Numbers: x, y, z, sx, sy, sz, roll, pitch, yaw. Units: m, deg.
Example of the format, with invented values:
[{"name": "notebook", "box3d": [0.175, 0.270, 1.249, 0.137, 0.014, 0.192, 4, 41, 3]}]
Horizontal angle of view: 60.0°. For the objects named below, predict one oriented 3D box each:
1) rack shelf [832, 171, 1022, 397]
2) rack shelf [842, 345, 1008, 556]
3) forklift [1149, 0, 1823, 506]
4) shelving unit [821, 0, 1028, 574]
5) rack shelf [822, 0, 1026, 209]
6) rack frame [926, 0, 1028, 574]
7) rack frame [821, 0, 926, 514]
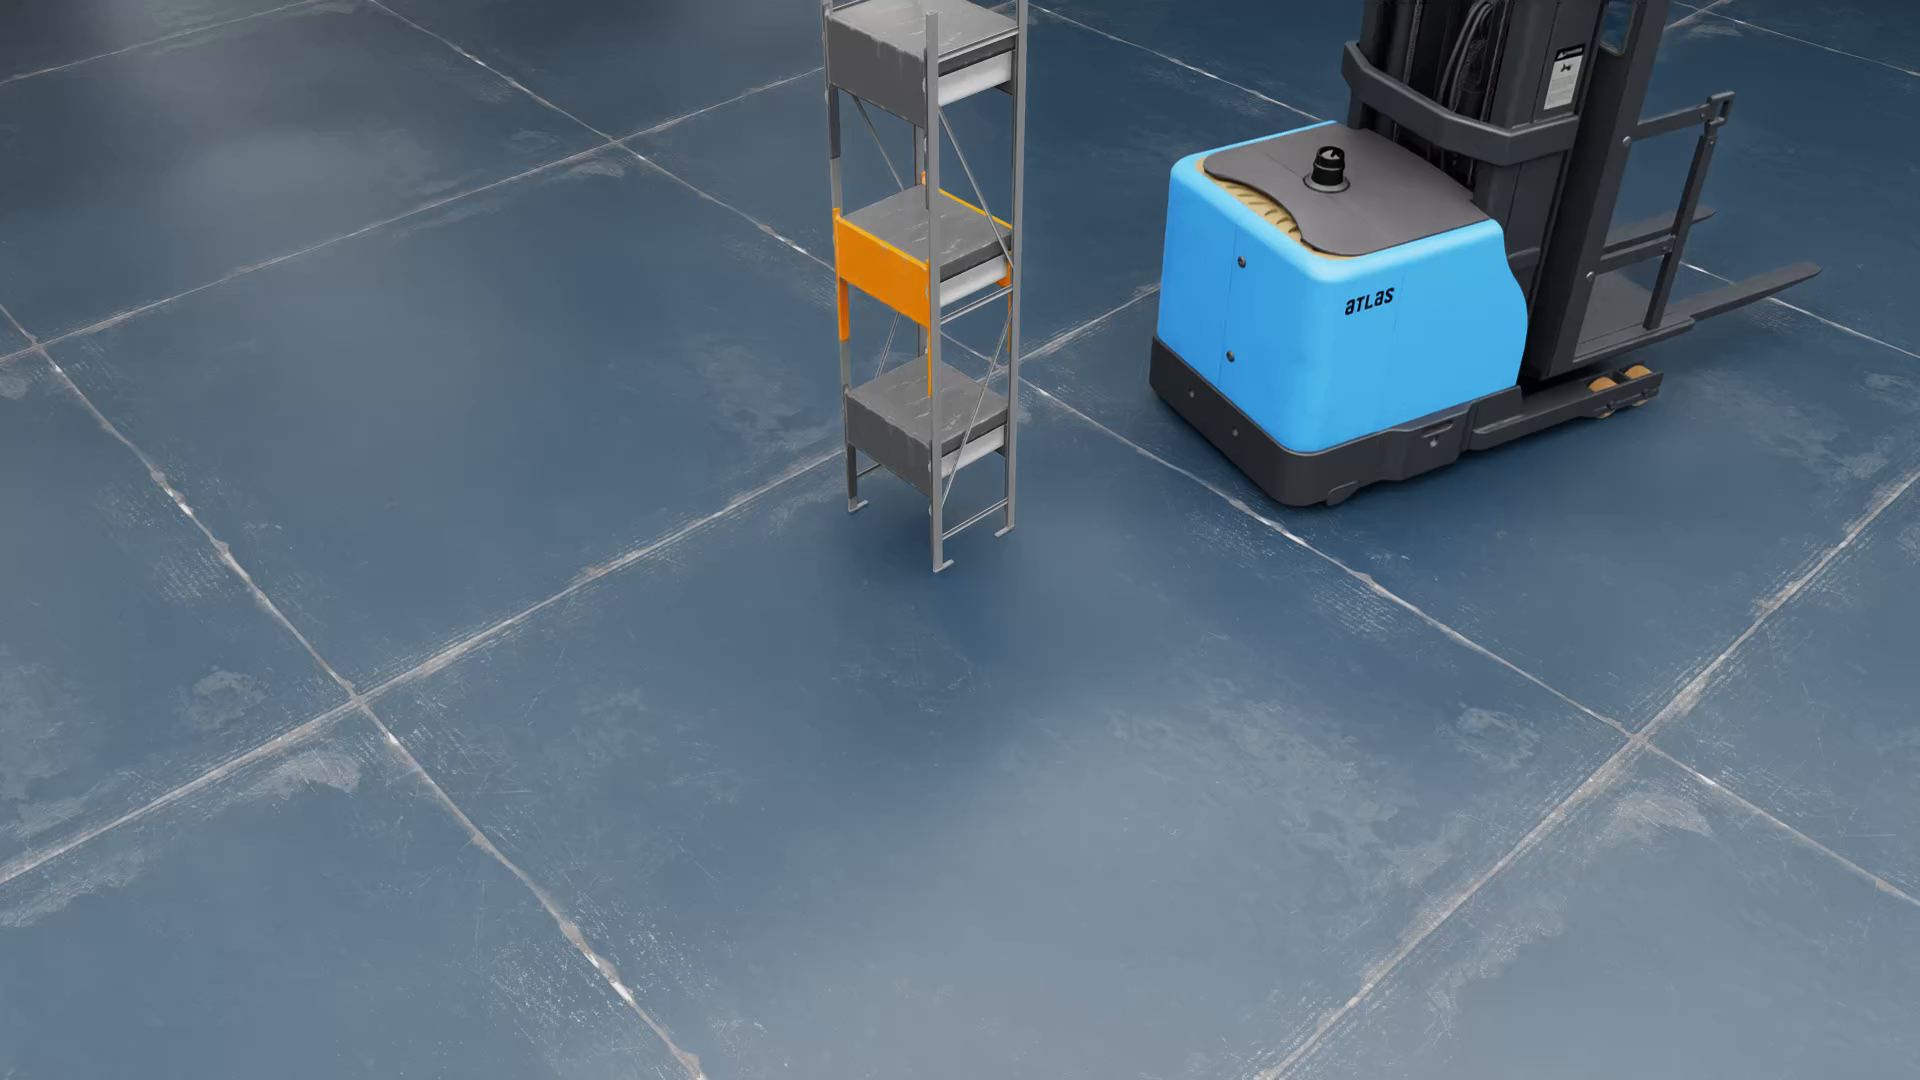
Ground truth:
[{"name": "rack shelf", "box3d": [-0.112, -0.883, 5.694, 0.431, 0.518, 0.480, -30, 48, -32]}, {"name": "rack shelf", "box3d": [-0.112, -0.338, 6.134, 0.431, 0.518, 0.480, -30, 48, -32]}, {"name": "forklift", "box3d": [2.339, -1.919, 6.294, 3.031, 2.935, 1.130, -18, 42, -21]}, {"name": "shelving unit", "box3d": [-0.112, -0.893, 5.685, 0.431, 2.100, 0.503, -30, 48, -32]}, {"name": "rack shelf", "box3d": [-0.112, -1.427, 5.254, 0.431, 0.518, 0.480, -30, 48, -32]}, {"name": "rack frame", "box3d": [0.053, -0.781, 5.545, 0.400, 2.100, 0.015, -30, 48, -32]}, {"name": "rack frame", "box3d": [-0.277, -1.006, 5.825, 0.400, 2.100, 0.015, -30, 48, -32]}]
